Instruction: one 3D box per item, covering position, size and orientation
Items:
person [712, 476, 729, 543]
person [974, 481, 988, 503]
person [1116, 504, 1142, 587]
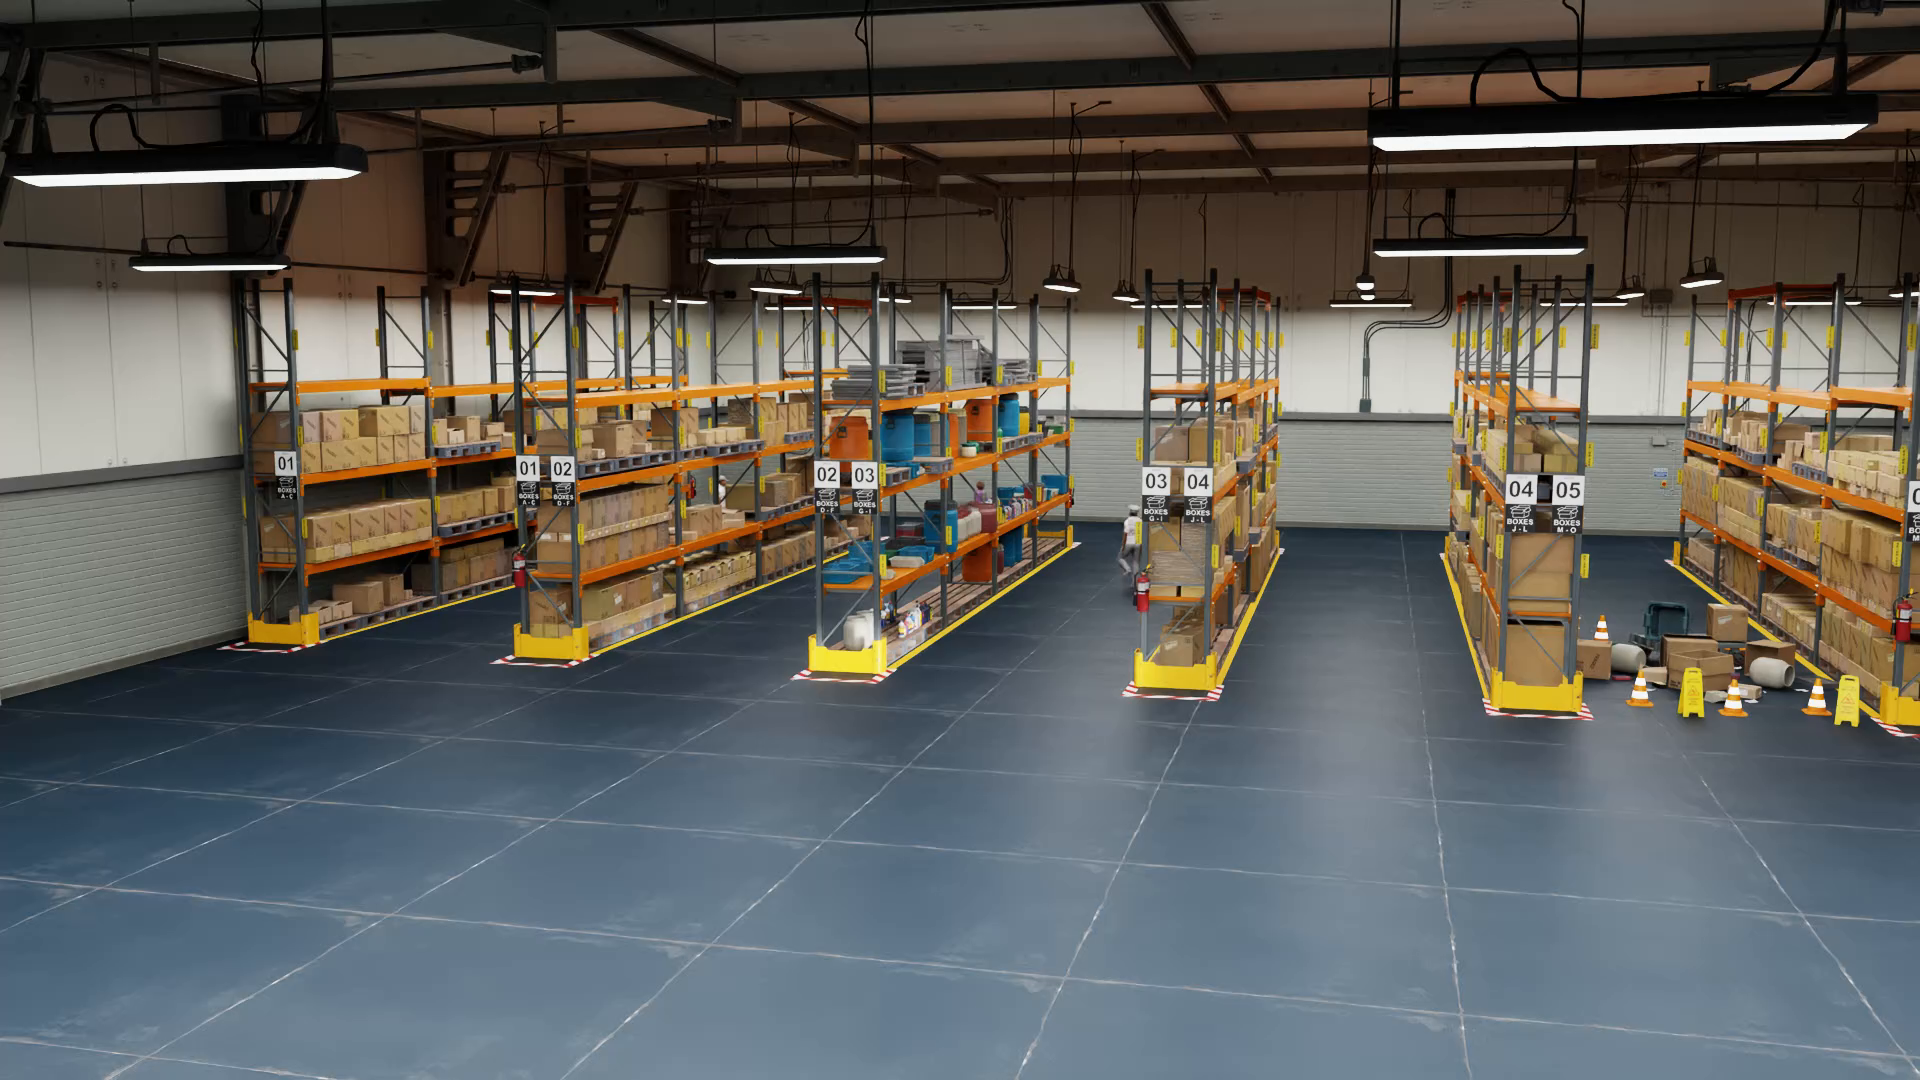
[{"bbox_3d":[-5.932,-0.751,41.298,0.556,1.703,0.519,-2,7,-16],"label":"person"},{"bbox_3d":[0.476,-0.640,40.503,0.473,1.598,0.431,6,9,43],"label":"person"},{"bbox_3d":[3.489,0.120,33.799,0.503,1.681,0.514,-3,7,-20],"label":"person"}]
